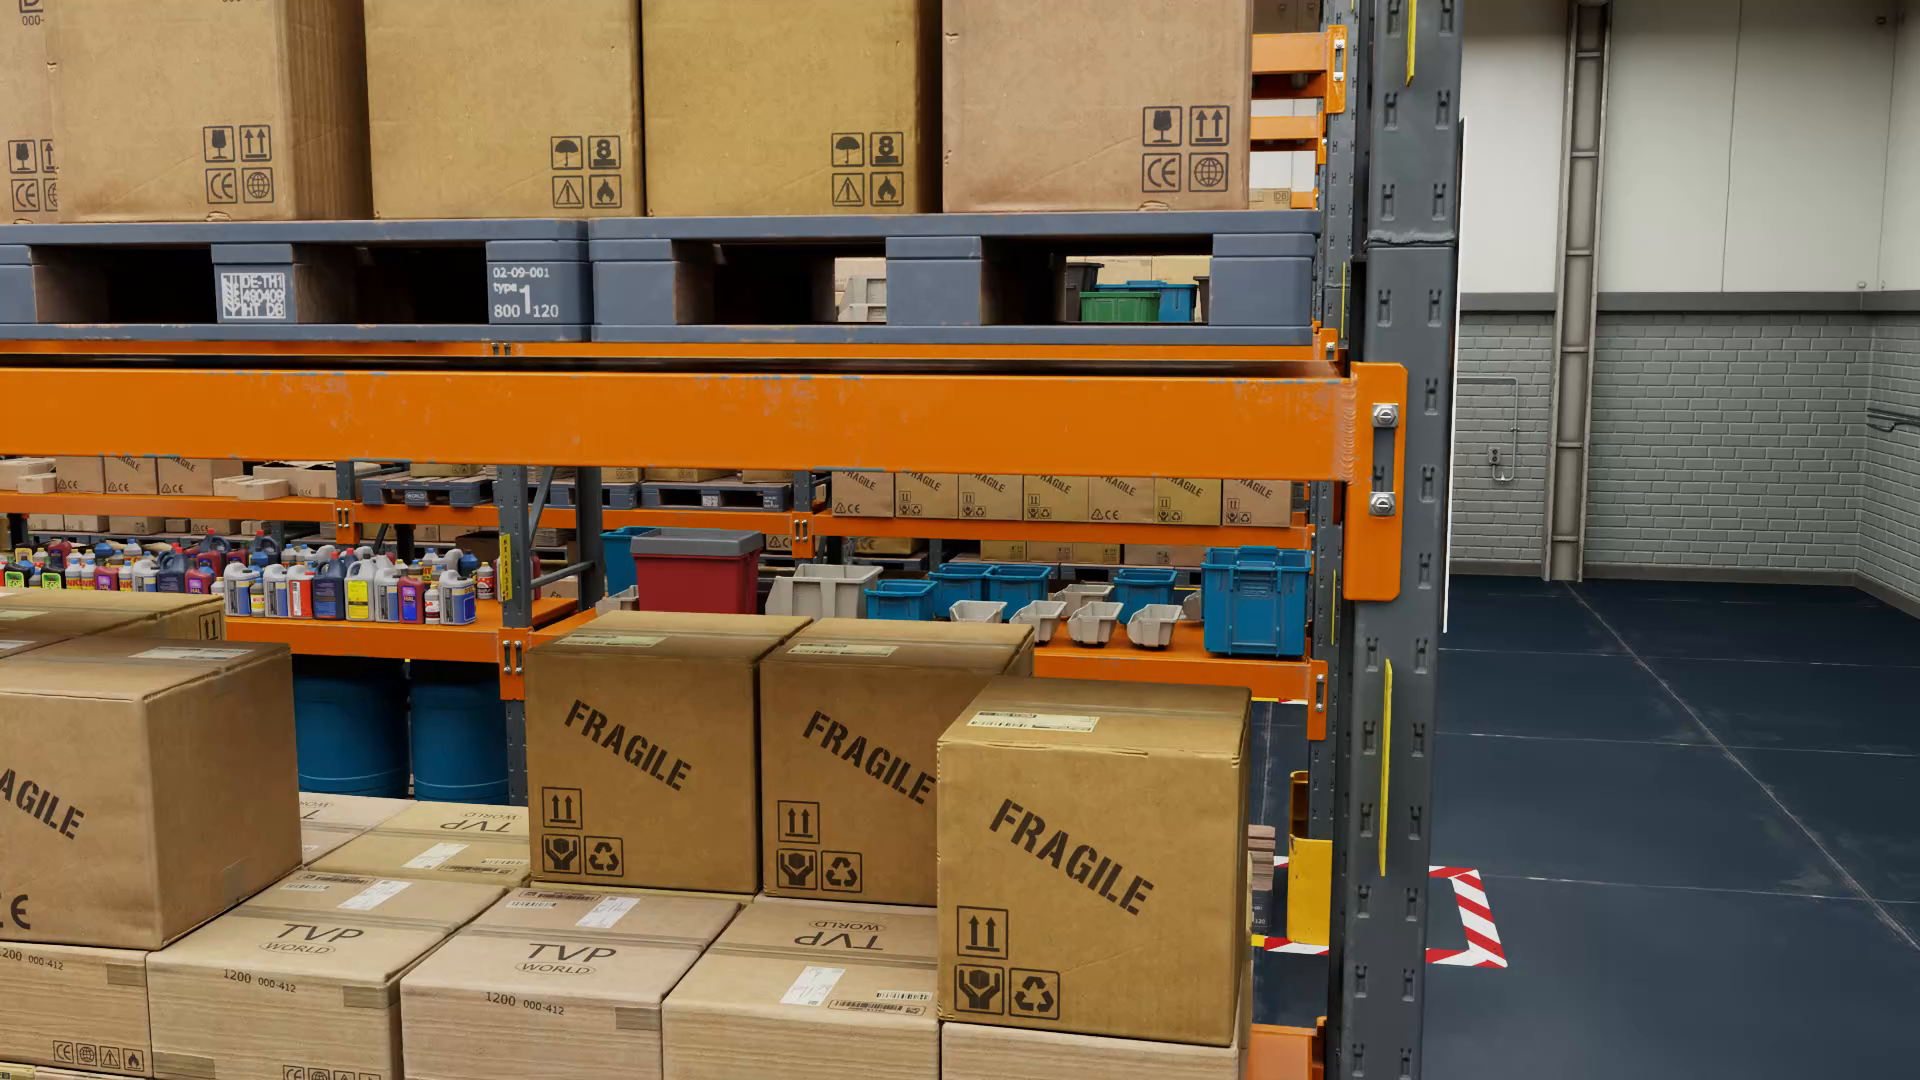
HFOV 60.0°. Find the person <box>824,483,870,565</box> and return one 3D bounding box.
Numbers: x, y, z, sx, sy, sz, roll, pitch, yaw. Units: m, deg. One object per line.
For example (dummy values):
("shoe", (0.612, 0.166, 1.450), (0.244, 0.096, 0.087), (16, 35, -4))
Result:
("person", (-1.000, -0.148, 15.757), (0.722, 1.769, 0.579), (4, 9, 25))
